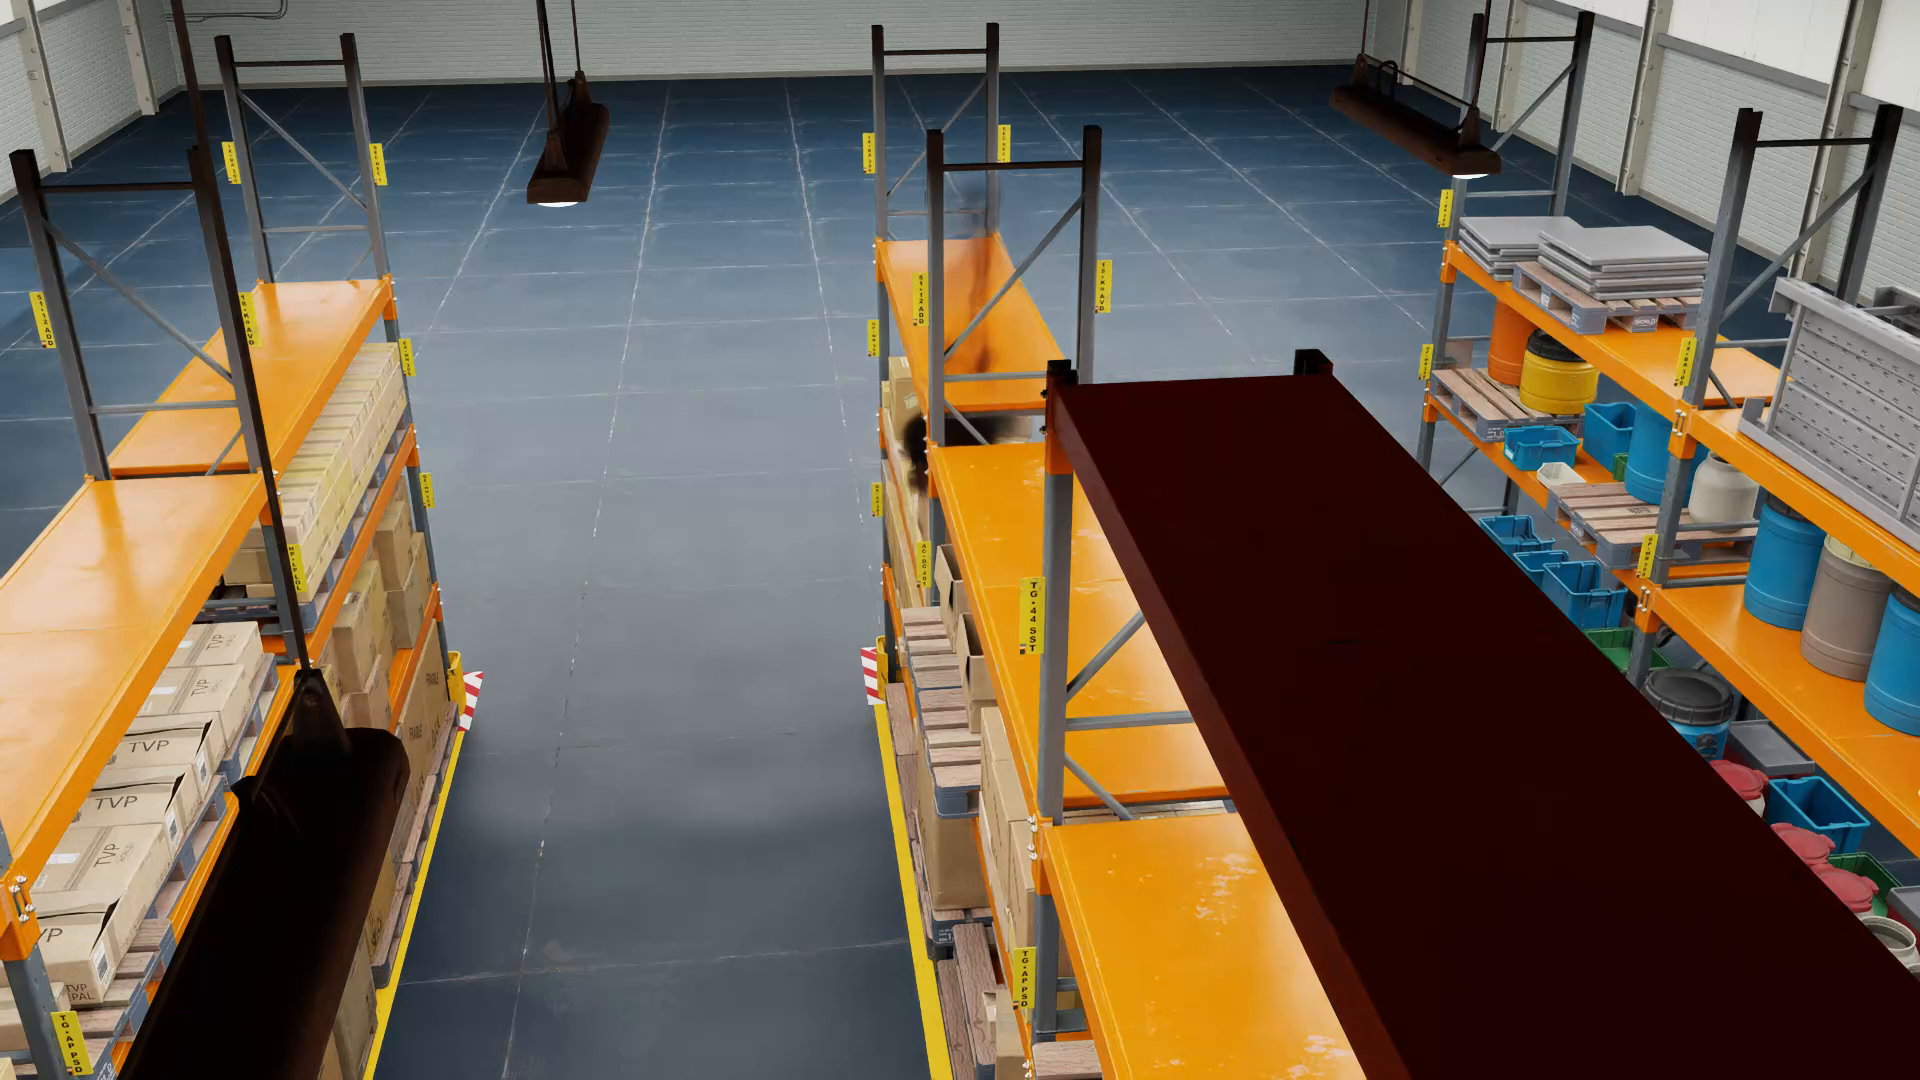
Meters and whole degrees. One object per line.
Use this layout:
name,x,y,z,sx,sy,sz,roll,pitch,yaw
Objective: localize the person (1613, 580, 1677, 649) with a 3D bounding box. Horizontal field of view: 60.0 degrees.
person,6.526,0.385,15.788,0.671,1.695,0.662,-18,31,-33
